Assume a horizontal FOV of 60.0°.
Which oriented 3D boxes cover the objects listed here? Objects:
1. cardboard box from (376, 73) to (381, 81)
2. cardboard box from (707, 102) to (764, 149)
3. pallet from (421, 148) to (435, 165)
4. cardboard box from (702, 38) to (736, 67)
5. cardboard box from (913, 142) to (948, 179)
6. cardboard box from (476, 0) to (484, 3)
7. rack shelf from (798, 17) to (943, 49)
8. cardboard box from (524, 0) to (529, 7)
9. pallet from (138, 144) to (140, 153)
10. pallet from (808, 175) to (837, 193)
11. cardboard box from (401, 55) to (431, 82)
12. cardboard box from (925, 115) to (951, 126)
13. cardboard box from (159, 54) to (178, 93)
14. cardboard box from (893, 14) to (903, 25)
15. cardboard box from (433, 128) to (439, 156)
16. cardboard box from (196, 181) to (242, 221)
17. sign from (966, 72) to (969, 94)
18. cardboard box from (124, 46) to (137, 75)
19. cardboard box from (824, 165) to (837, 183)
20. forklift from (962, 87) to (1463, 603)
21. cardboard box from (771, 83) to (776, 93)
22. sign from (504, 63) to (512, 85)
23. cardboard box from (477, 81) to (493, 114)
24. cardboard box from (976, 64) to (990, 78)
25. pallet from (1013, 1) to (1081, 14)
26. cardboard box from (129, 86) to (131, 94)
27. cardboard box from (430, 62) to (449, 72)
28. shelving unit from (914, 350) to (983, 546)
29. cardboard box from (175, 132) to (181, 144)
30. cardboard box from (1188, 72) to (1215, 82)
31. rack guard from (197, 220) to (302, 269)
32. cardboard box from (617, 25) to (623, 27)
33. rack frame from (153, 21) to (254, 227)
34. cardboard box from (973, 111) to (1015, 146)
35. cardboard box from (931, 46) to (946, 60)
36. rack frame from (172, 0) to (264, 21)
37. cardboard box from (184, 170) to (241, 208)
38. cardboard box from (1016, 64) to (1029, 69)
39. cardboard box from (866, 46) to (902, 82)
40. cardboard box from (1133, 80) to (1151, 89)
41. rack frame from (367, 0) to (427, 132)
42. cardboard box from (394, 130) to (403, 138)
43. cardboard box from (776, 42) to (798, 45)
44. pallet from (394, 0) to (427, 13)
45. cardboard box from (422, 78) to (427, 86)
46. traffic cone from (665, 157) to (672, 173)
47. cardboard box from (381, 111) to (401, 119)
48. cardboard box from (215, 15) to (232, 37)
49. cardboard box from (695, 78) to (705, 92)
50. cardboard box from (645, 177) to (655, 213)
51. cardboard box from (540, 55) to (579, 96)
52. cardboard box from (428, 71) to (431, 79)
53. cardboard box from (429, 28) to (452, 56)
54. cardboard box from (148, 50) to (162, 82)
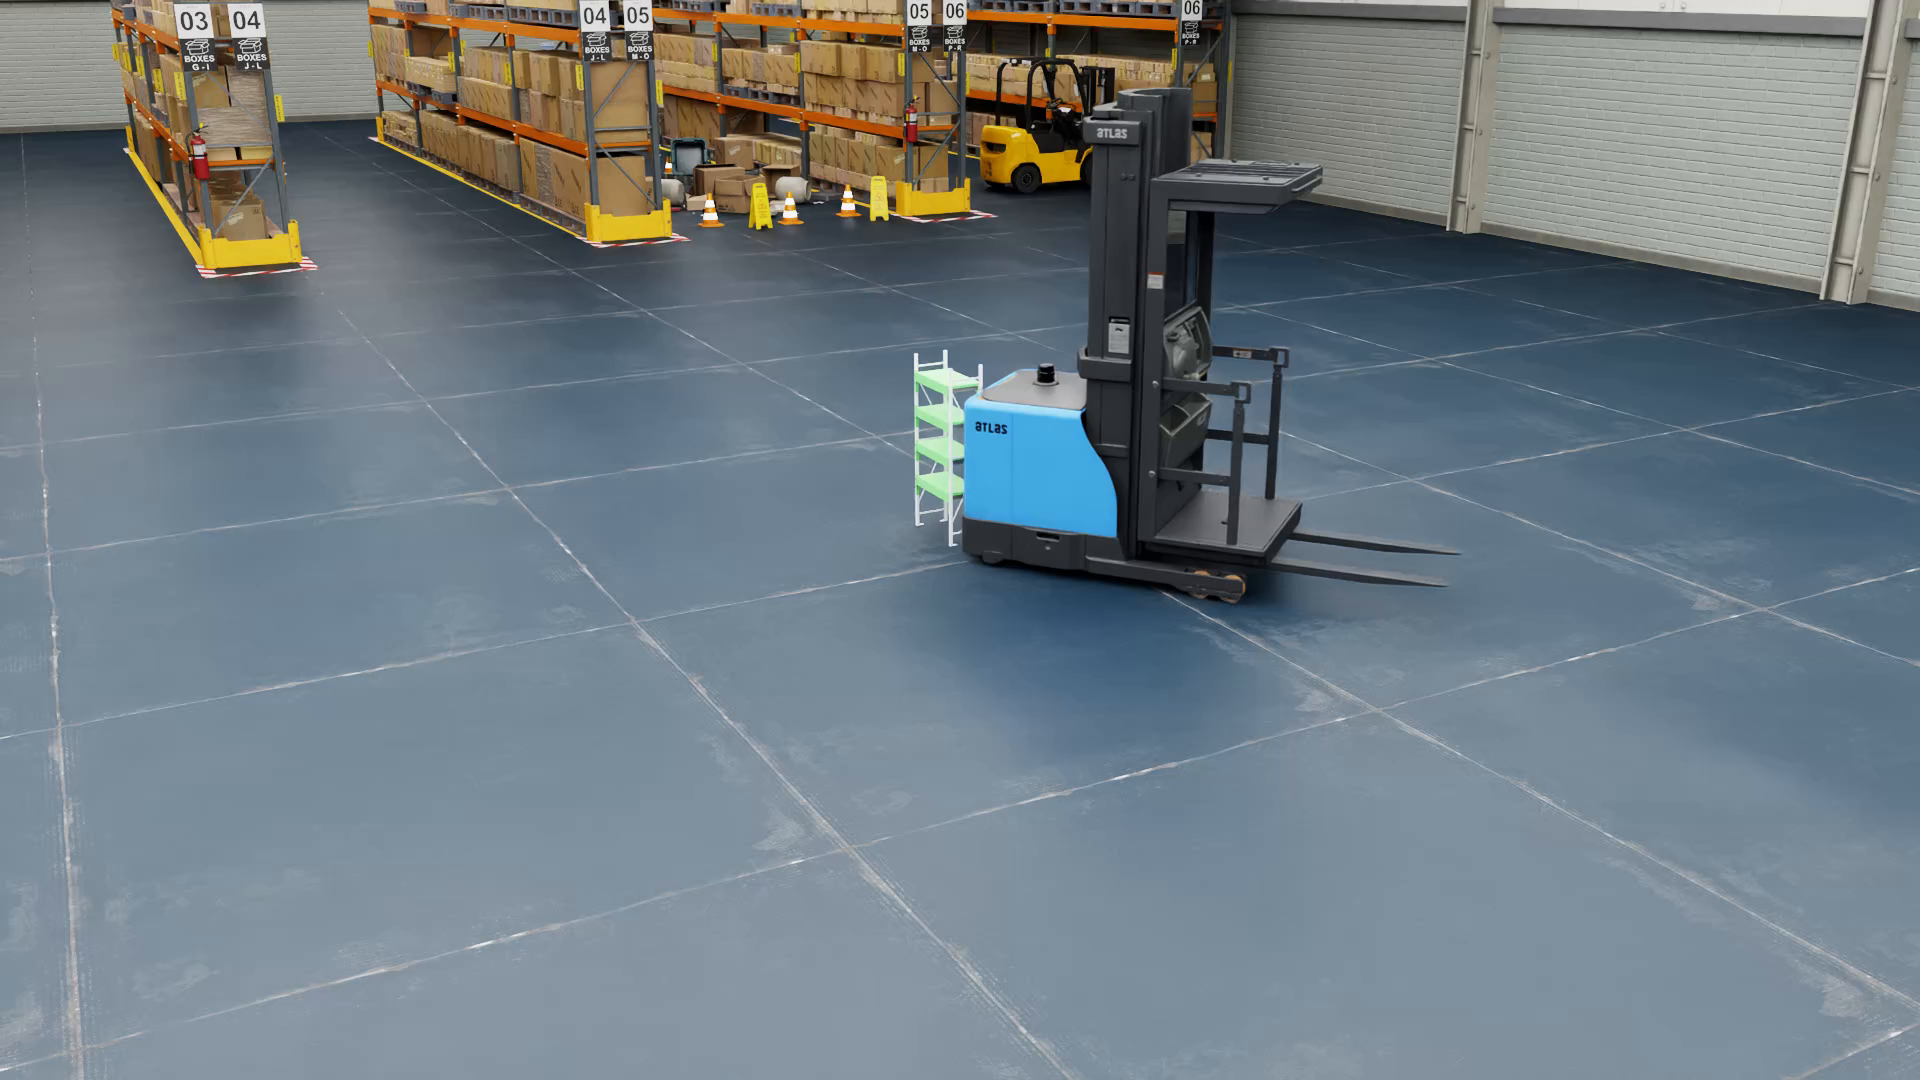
[{"bbox_3d":[-12.419,-10.041,36.018,0.380,0.149,0.250,-10,21,-27],"label":"cardboard box"},{"bbox_3d":[-4.432,-8.208,32.934,0.875,0.875,0.875,-10,22,-27],"label":"cardboard box"},{"bbox_3d":[-10.014,-7.614,32.874,1.003,0.211,1.213,-10,21,-27],"label":"pallet"},{"bbox_3d":[-4.653,-9.431,32.177,0.500,0.500,0.500,-11,22,-28],"label":"cardboard box"},{"bbox_3d":[-0.530,-6.041,26.461,0.500,0.500,0.500,-11,22,-28],"label":"cardboard box"},{"bbox_3d":[-7.612,-8.950,27.210,0.500,0.311,0.500,-11,22,-29],"label":"cardboard box"},{"bbox_3d":[-1.328,-8.158,26.681,1.077,0.370,4.000,-10,21,-27],"label":"rack shelf"},{"bbox_3d":[-6.228,-7.955,24.576,0.380,0.149,0.250,-10,22,-28],"label":"cardboard box"},{"bbox_3d":[-16.249,-8.029,34.076,1.003,0.211,1.213,-10,21,-27],"label":"pallet"},{"bbox_3d":[-1.928,-6.149,28.628,1.003,0.211,1.213,-10,21,-27],"label":"pallet"},{"bbox_3d":[-10.863,-9.438,33.276,0.500,0.500,0.500,-10,21,-27],"label":"cardboard box"},{"bbox_3d":[-0.358,-6.517,25.805,0.380,0.149,0.250,-10,21,-26],"label":"cardboard box"},{"bbox_3d":[-11.009,-6.612,23.552,0.500,0.500,0.500,-10,21,-27],"label":"cardboard box"},{"bbox_3d":[-0.794,-7.865,25.112,0.380,0.149,0.250,-10,21,-26],"label":"cardboard box"},{"bbox_3d":[-9.754,-7.619,31.802,0.500,0.500,0.500,-10,21,-26],"label":"cardboard box"},{"bbox_3d":[-10.566,-4.852,23.783,0.500,0.500,0.500,-3,19,-9],"label":"cardboard box"},{"bbox_3d":[0.099,-7.000,25.491,0.100,0.325,0.005,-10,21,-27],"label":"sign"},{"bbox_3d":[-15.486,-9.075,31.458,0.500,0.500,0.500,-10,21,-26],"label":"cardboard box"},{"bbox_3d":[-1.972,-6.191,28.045,0.500,0.250,0.500,-9,21,-24],"label":"cardboard box"},{"bbox_3d":[1.576,-1.202,10.122,3.031,2.935,1.130,8,21,22],"label":"forklift"},{"bbox_3d":[-3.153,-8.059,29.629,0.380,0.149,0.250,-10,21,-26],"label":"cardboard box"},{"bbox_3d":[-7.059,-7.282,25.983,0.100,0.325,0.005,-10,21,-27],"label":"sign"},{"bbox_3d":[-7.792,-7.450,27.970,0.500,0.500,0.500,-10,22,-27],"label":"cardboard box"},{"bbox_3d":[0.654,-9.276,32.879,0.500,0.250,0.500,-11,22,-28],"label":"cardboard box"},{"bbox_3d":[1.658,-10.003,31.217,0.805,0.209,1.217,-11,22,-29],"label":"pallet"},{"bbox_3d":[-15.842,-8.703,32.140,0.380,0.149,0.250,-10,22,-28],"label":"cardboard box"},{"bbox_3d":[-9.494,-8.662,30.464,0.380,0.149,0.250,-9,21,-25],"label":"cardboard box"},{"bbox_3d":[-0.079,-0.615,11.074,0.258,1.200,0.503,-10,21,-27],"label":"shelving unit"},{"bbox_3d":[-10.702,-5.603,23.155,0.380,0.149,0.250,-10,21,-27],"label":"cardboard box"},{"bbox_3d":[4.055,-7.768,27.896,0.380,0.149,0.250,-11,22,-28],"label":"cardboard box"},{"bbox_3d":[-9.136,-3.812,21.411,1.175,0.500,0.348,-10,21,-27],"label":"rack guard"},{"bbox_3d":[-7.352,-11.330,36.686,0.380,0.149,0.250,-11,22,-28],"label":"cardboard box"},{"bbox_3d":[-10.999,-6.120,24.268,1.000,3.000,0.127,-10,21,-27],"label":"rack frame"},{"bbox_3d":[0.791,-8.281,33.529,0.875,0.625,0.625,-9,21,-25],"label":"cardboard box"},{"bbox_3d":[-0.749,-10.260,35.465,0.797,0.503,0.637,-11,22,-28],"label":"cardboard box"},{"bbox_3d":[-9.100,-7.807,19.962,1.000,3.000,0.127,-10,21,-27],"label":"rack frame"},{"bbox_3d":[-11.272,-5.326,25.124,0.700,0.500,0.500,-12,22,-31],"label":"cardboard box"},{"bbox_3d":[1.281,-9.047,31.603,0.380,0.149,0.250,-11,22,-28],"label":"cardboard box"},{"bbox_3d":[-1.047,-7.426,25.912,0.700,0.500,0.500,-10,21,-26],"label":"cardboard box"},{"bbox_3d":[3.285,-7.575,28.331,0.500,0.500,0.500,-9,21,-25],"label":"cardboard box"},{"bbox_3d":[-12.285,-10.304,36.393,1.000,3.000,0.127,-10,21,-27],"label":"rack frame"},{"bbox_3d":[-11.726,-8.588,35.148,0.380,0.149,0.250,-11,22,-29],"label":"cardboard box"},{"bbox_3d":[-3.152,-9.070,30.571,0.380,0.149,0.250,-11,22,-29],"label":"cardboard box"},{"bbox_3d":[-10.186,-10.291,32.046,1.213,0.211,1.003,-10,21,-27],"label":"pallet"},{"bbox_3d":[-9.861,-8.604,31.209,0.380,0.149,0.250,-11,22,-29],"label":"cardboard box"},{"bbox_3d":[-5.117,-6.523,29.326,0.336,0.463,0.334,-10,21,-27],"label":"traffic cone"},{"bbox_3d":[-12.335,-9.233,36.105,0.380,0.149,0.250,-11,22,-29],"label":"cardboard box"},{"bbox_3d":[-9.101,-6.497,20.992,0.500,0.250,0.500,-9,21,-25],"label":"cardboard box"},{"bbox_3d":[-4.902,-8.981,32.791,0.500,0.250,0.500,-10,21,-26],"label":"cardboard box"},{"bbox_3d":[-4.946,-5.392,25.987,0.500,0.500,0.500,-6,20,-17],"label":"cardboard box"},{"bbox_3d":[-5.684,-6.862,24.534,0.875,0.550,0.500,-10,21,-27],"label":"cardboard box"},{"bbox_3d":[-9.611,-8.594,30.724,0.380,0.149,0.250,-10,21,-27],"label":"cardboard box"},{"bbox_3d":[-10.385,-9.983,33.323,0.500,0.500,0.500,-9,21,-25],"label":"cardboard box"},{"bbox_3d":[-13.232,-8.002,28.031,0.797,0.503,0.637,-9,21,-25],"label":"cardboard box"}]
